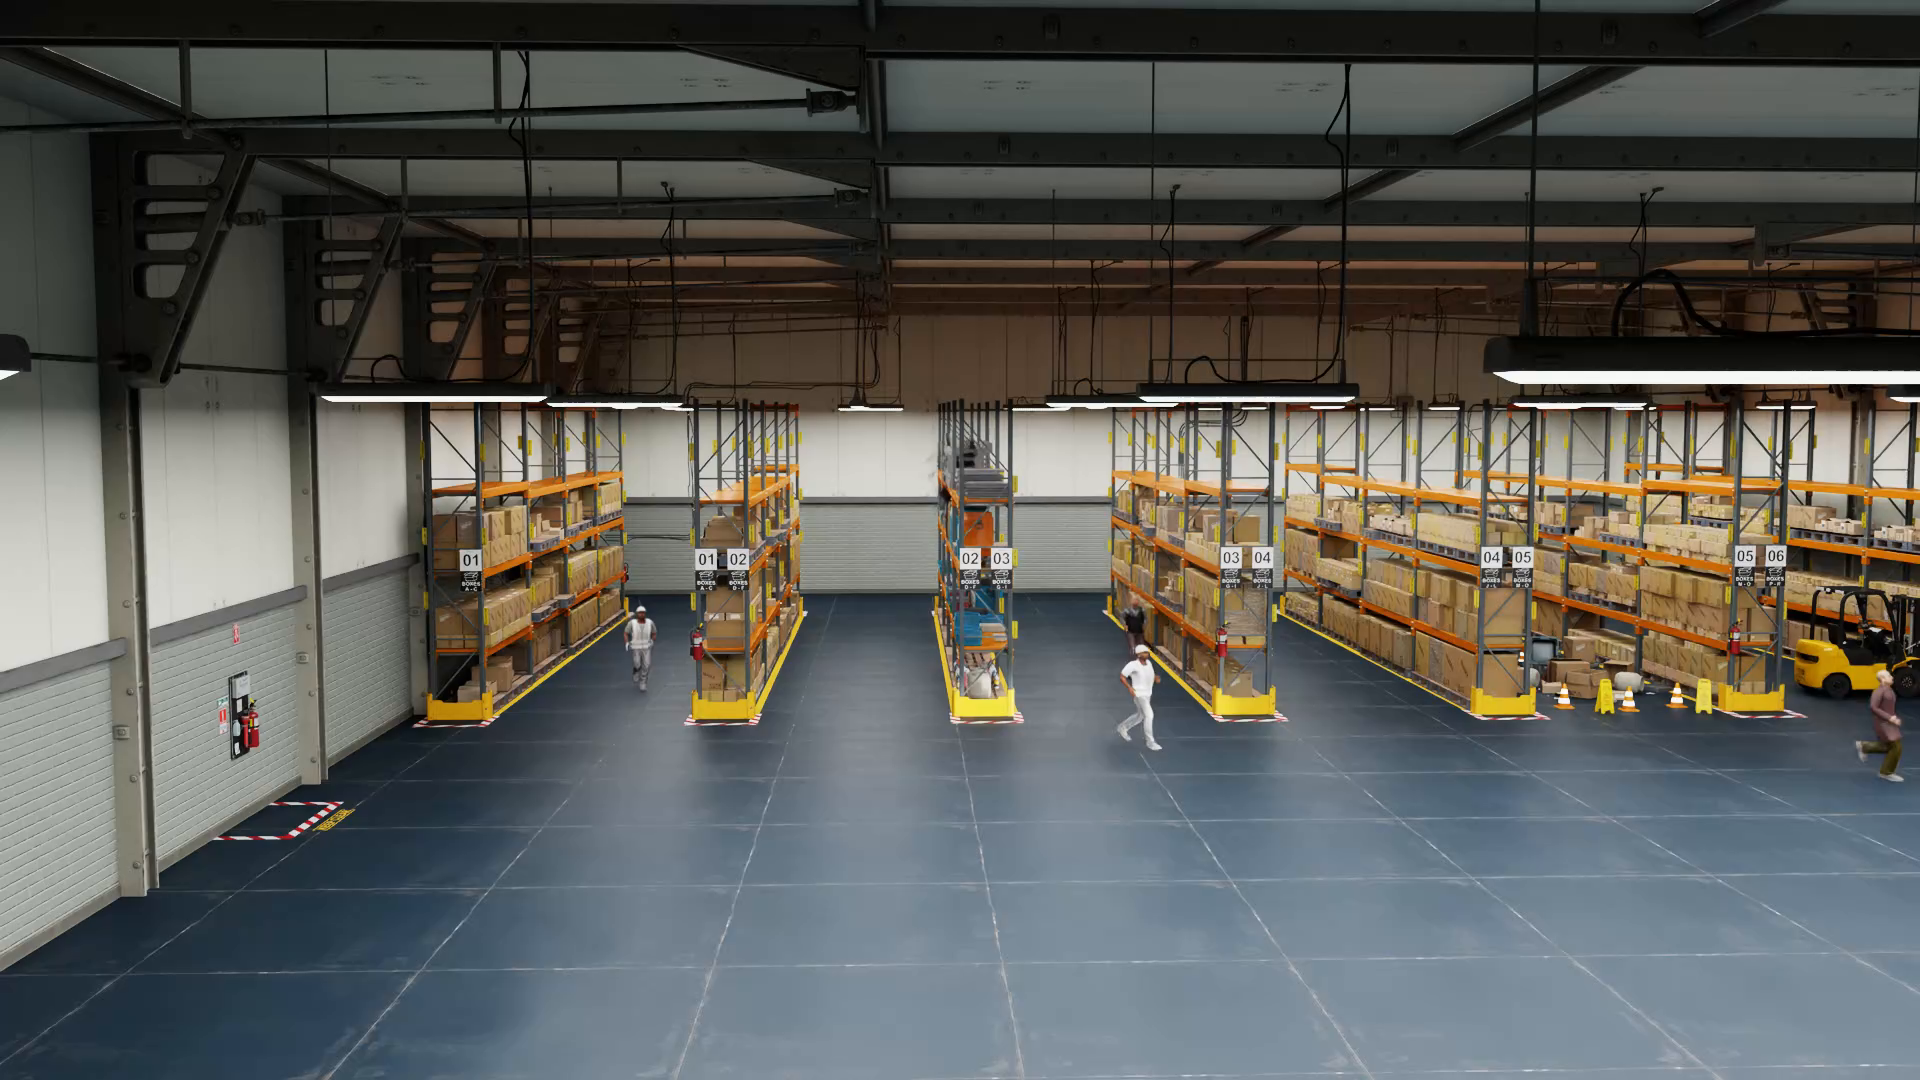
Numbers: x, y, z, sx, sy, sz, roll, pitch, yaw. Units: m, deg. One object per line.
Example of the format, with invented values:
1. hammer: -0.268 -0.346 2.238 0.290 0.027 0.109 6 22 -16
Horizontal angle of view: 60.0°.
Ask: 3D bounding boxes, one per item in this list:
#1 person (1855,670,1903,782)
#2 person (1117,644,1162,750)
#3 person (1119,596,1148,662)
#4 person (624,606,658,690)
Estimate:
1. person: 14.452 2.893 26.104 0.717 1.723 0.730 3 6 38
2. person: 3.107 2.670 28.563 0.914 1.780 0.682 3 5 37
3. person: 3.876 2.073 37.056 0.661 1.675 0.647 0 4 -7
4. person: -6.602 2.242 34.481 0.690 1.734 0.597 -1 5 -19
